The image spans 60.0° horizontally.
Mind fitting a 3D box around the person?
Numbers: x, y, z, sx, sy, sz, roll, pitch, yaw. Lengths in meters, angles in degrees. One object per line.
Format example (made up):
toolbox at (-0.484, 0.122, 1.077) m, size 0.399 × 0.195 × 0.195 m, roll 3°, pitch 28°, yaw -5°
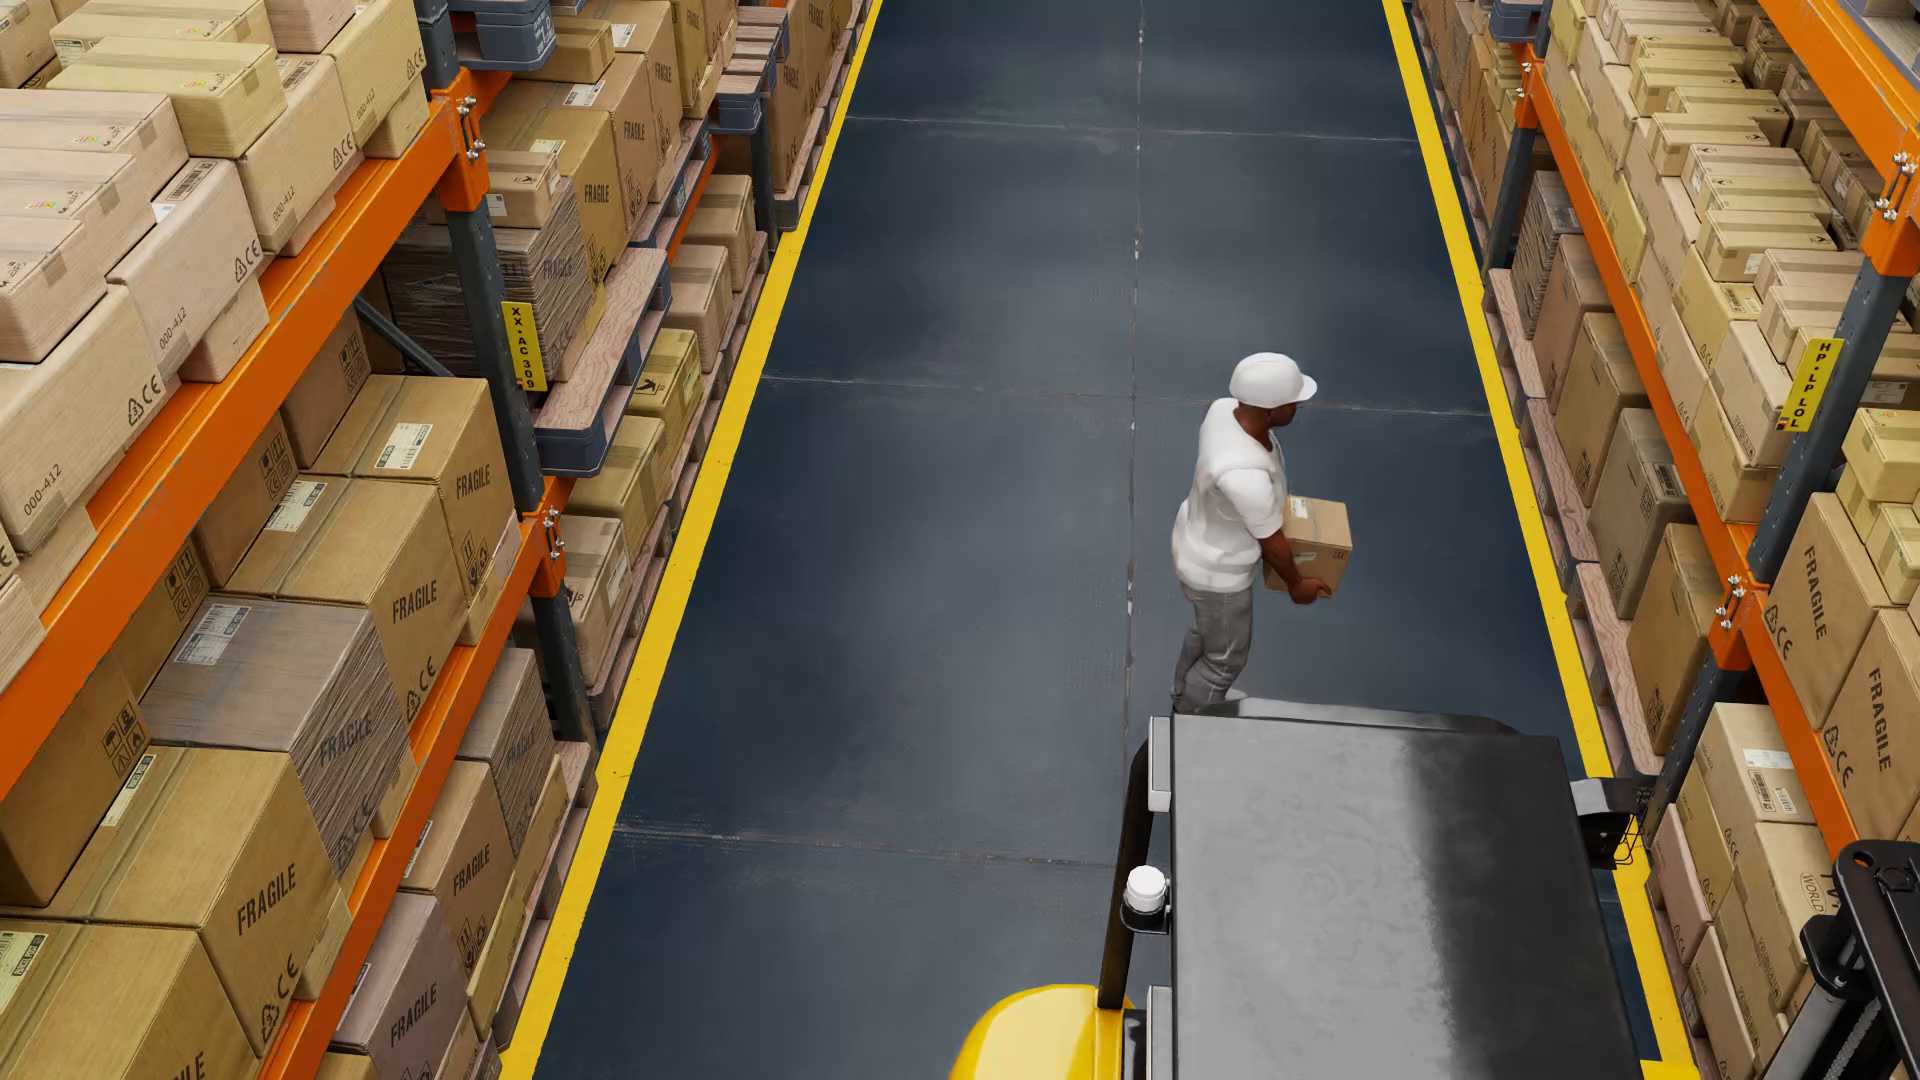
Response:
person at (1.057, 0.069, 6.061) m, size 0.575 × 1.756 × 0.505 m, roll 3°, pitch 40°, yaw 3°
